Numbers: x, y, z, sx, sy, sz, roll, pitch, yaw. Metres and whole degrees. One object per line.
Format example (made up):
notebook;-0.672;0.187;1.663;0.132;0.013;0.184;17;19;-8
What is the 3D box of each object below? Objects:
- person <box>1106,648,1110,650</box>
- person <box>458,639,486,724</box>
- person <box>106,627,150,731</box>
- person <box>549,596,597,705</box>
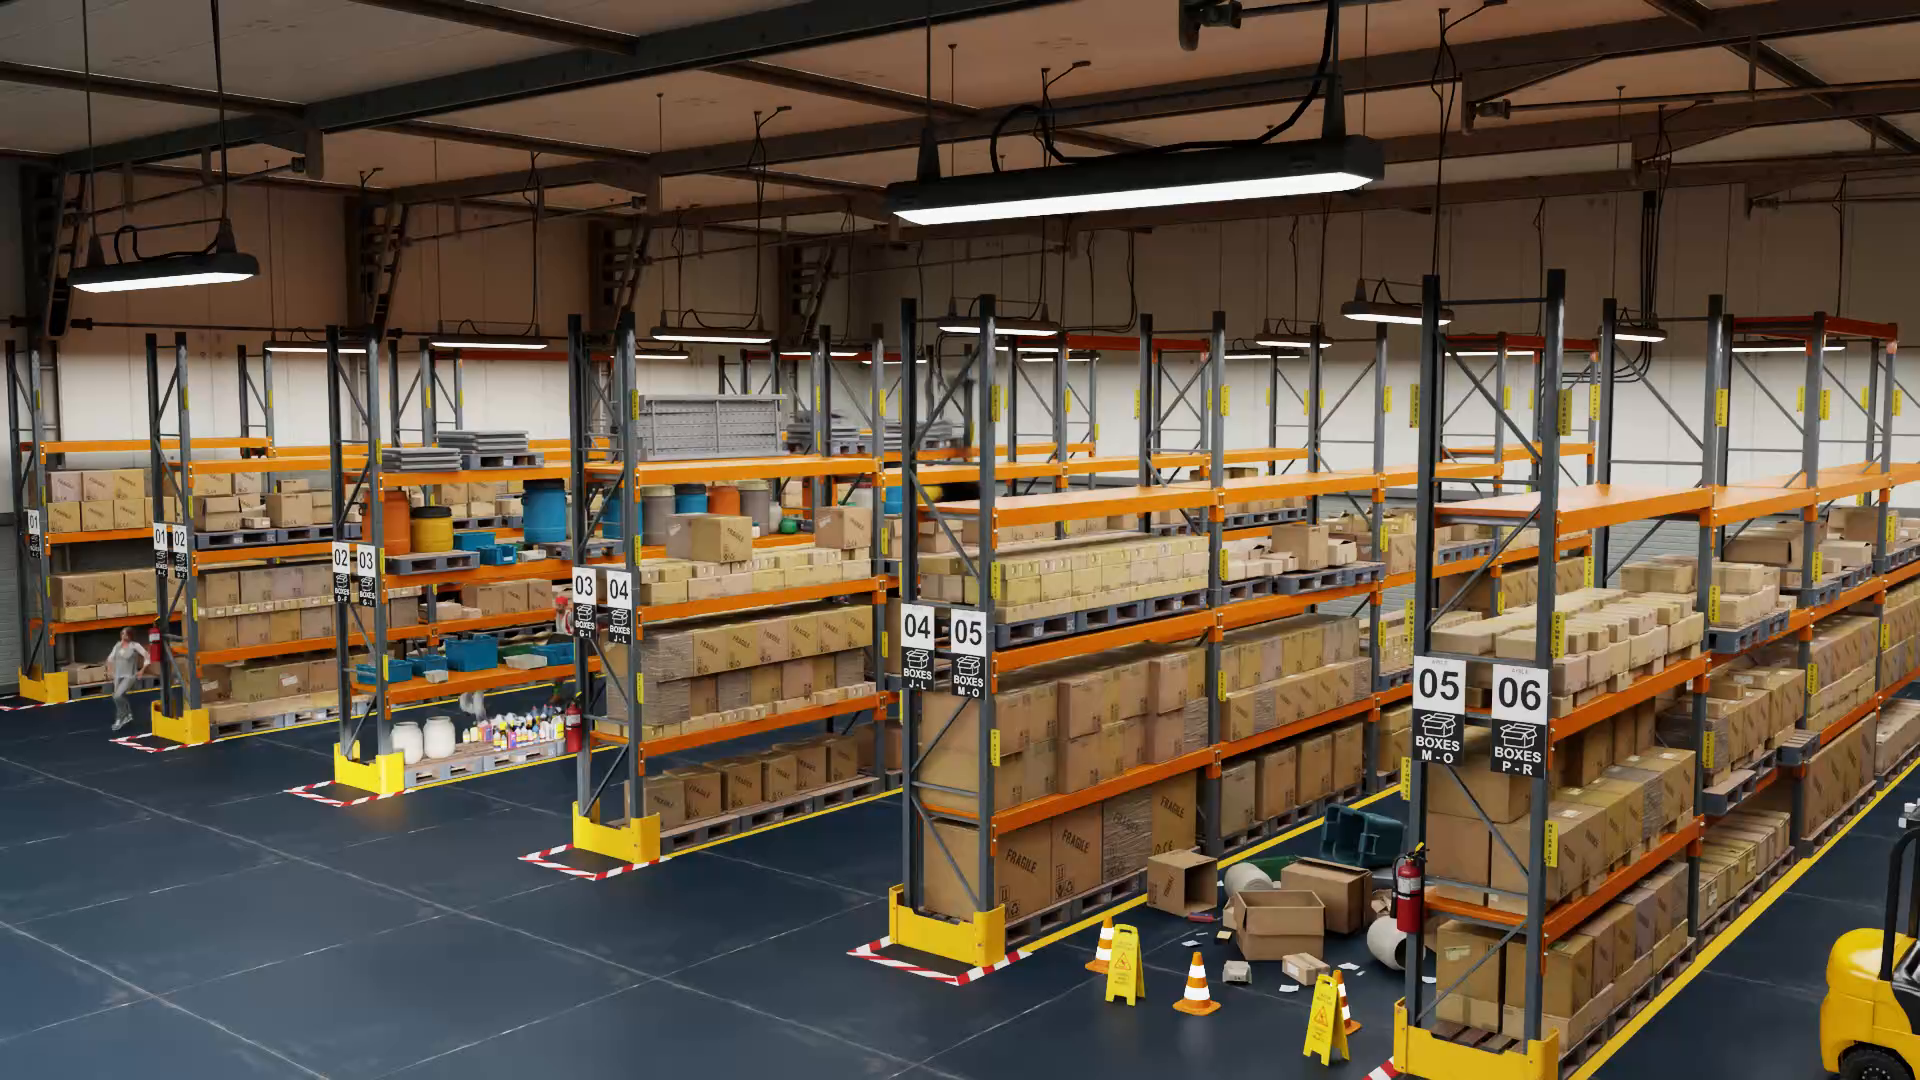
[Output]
person;2.350;1.970;23.138;0.699;1.706;0.886;4;6;36
person;-7.388;2.193;24.905;0.640;1.491;0.748;2;5;17
person;-12.719;2.105;25.387;0.602;1.583;0.611;1;5;12
person;-6.476;1.793;27.768;0.661;1.779;1.134;2;6;25
